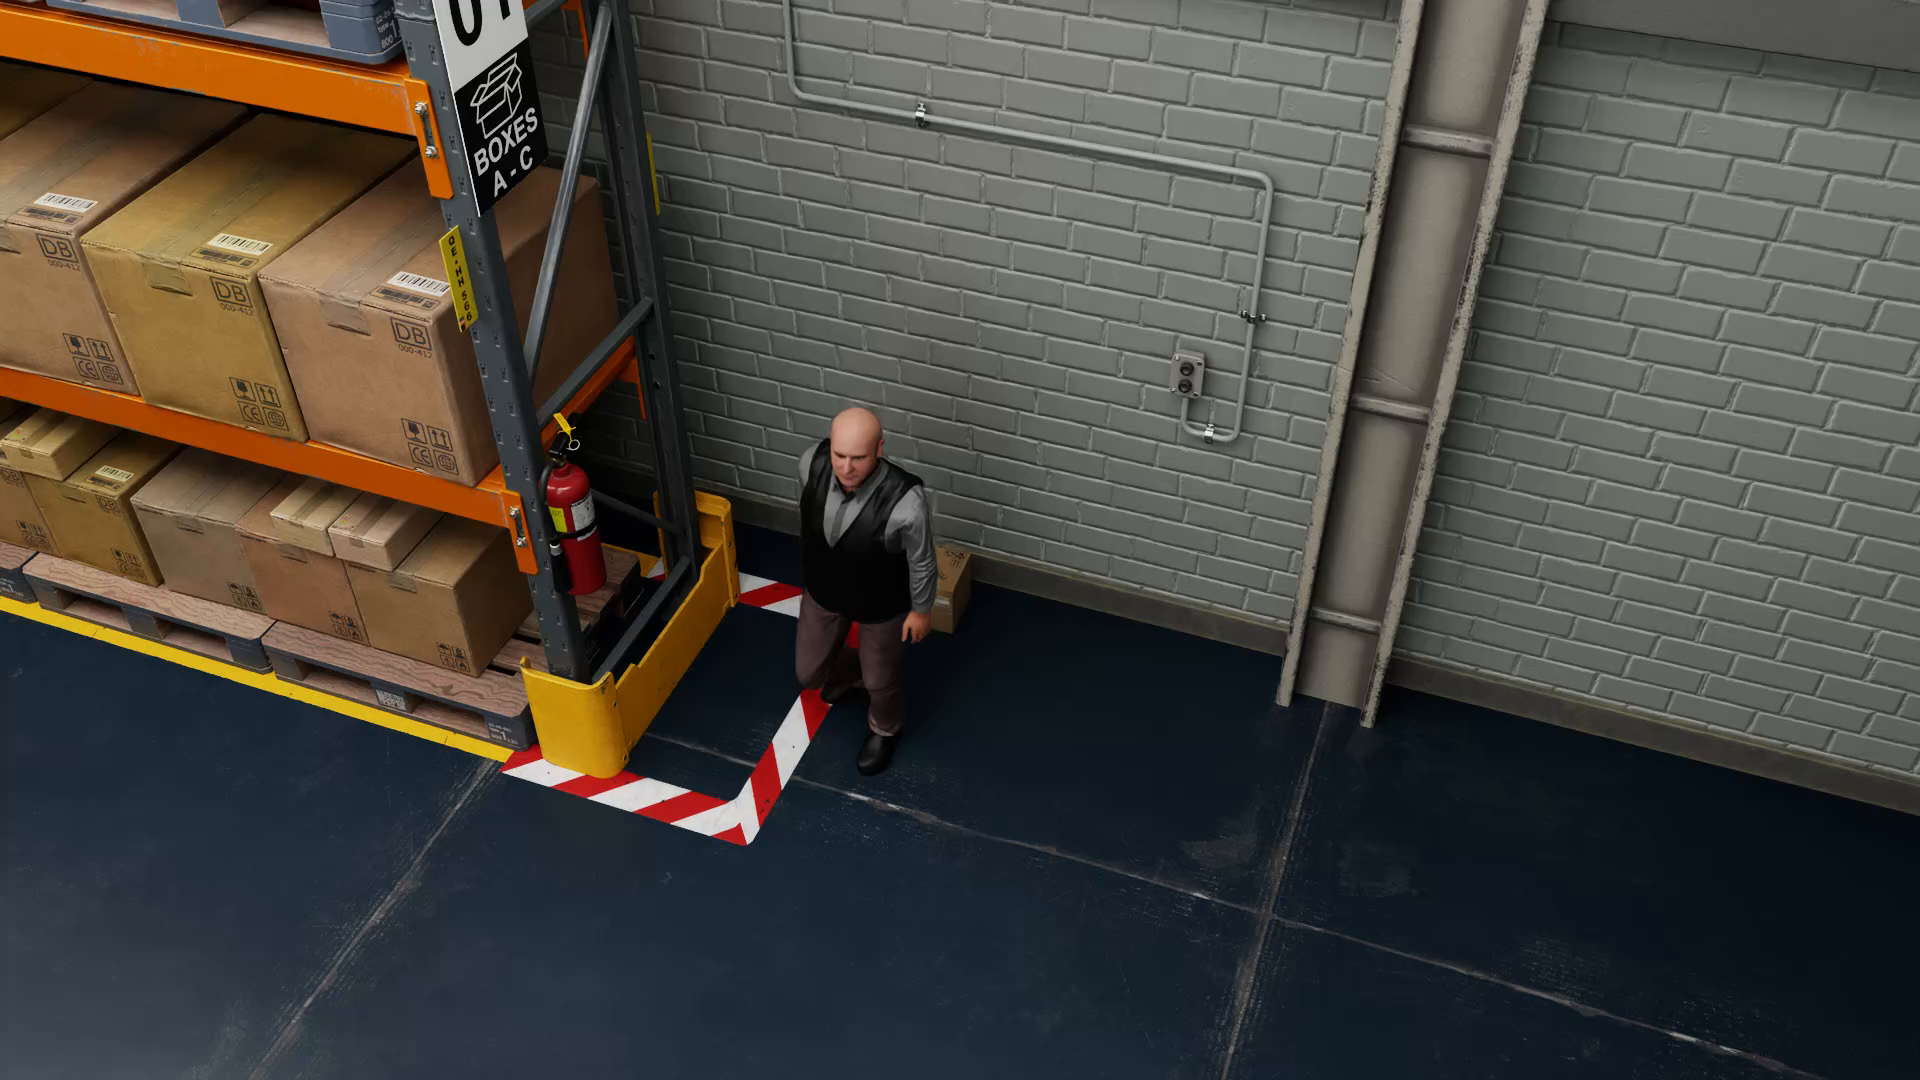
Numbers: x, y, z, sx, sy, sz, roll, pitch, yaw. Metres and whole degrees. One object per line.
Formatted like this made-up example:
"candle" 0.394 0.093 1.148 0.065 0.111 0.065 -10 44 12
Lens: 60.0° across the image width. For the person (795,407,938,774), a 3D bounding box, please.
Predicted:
"person" -0.322 0.196 6.011 0.583 1.619 0.488 19 45 21
